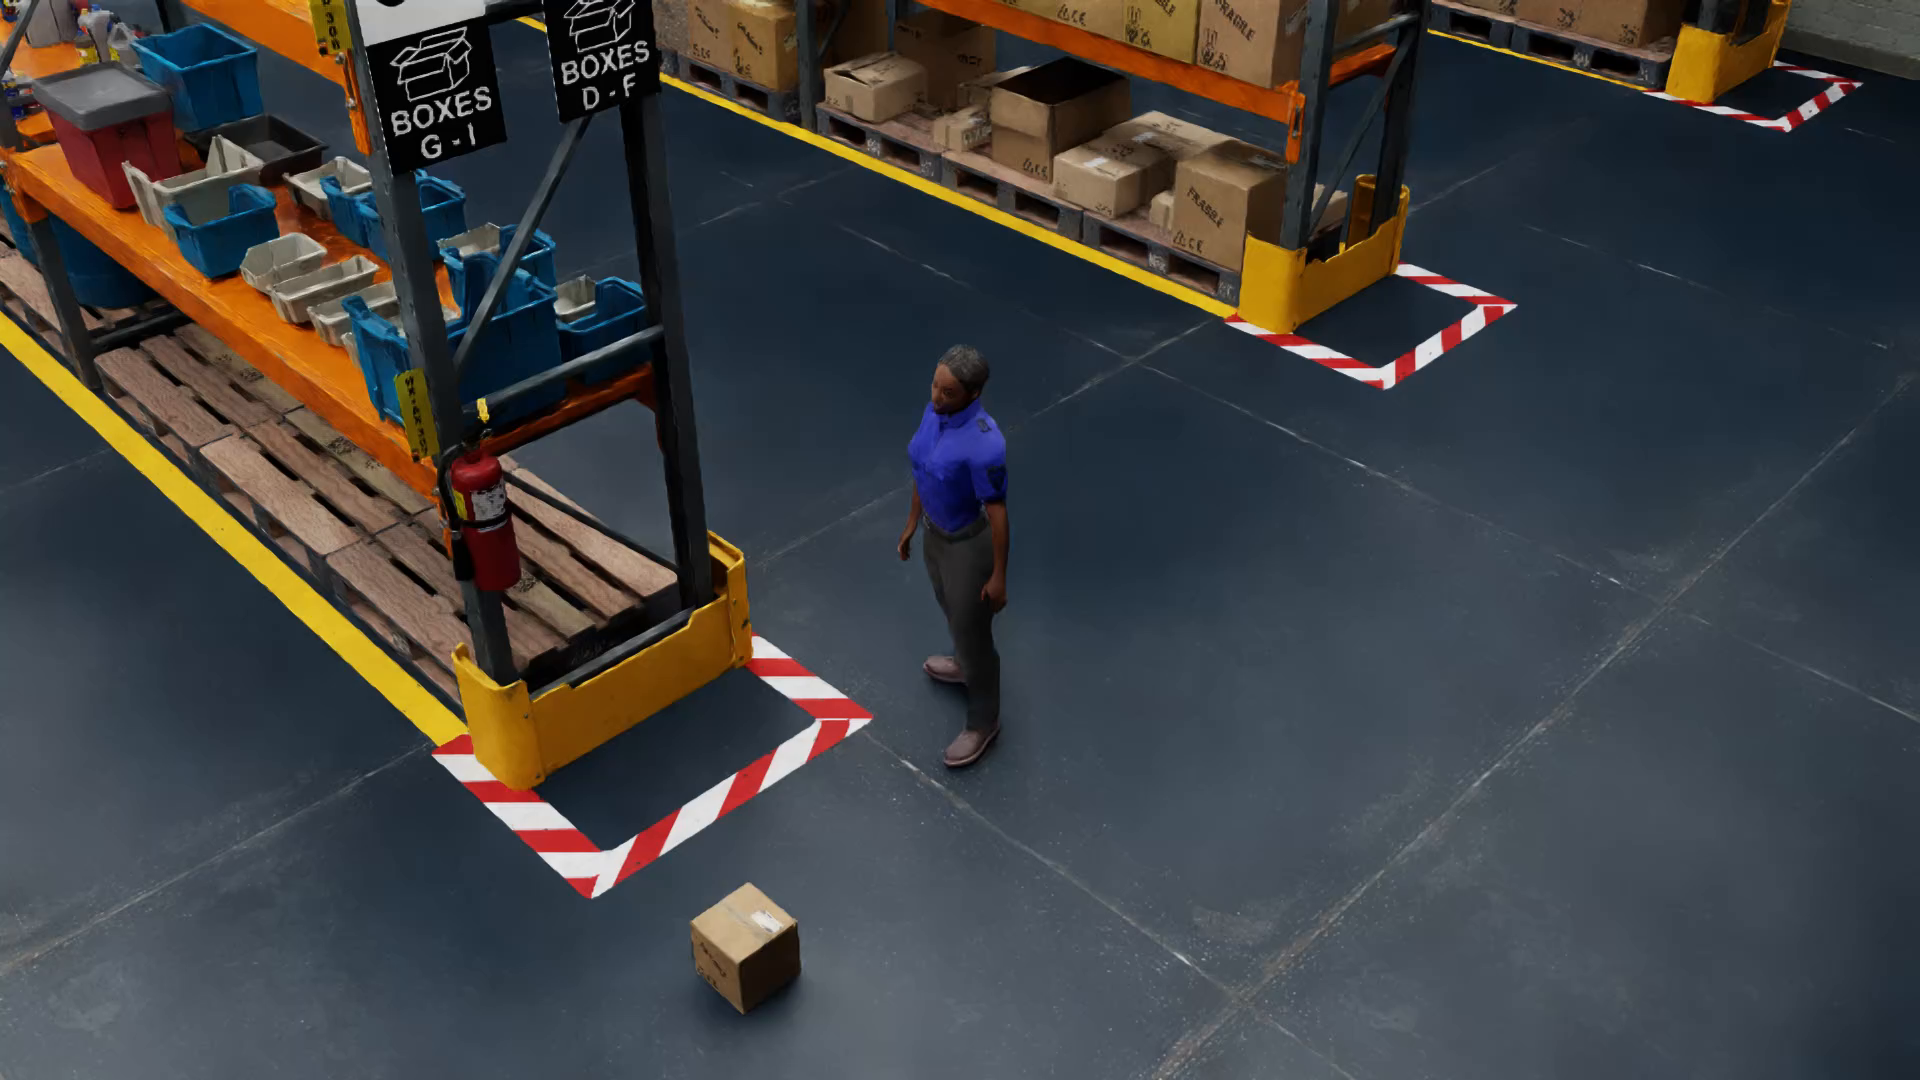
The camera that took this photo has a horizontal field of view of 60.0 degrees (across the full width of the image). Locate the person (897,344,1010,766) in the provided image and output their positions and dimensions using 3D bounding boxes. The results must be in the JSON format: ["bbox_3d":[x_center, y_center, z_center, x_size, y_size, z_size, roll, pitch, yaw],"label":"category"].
[{"bbox_3d":[-0.004,0.006,6.118,0.384,1.666,0.613,-15,38,-20],"label":"person"}]
